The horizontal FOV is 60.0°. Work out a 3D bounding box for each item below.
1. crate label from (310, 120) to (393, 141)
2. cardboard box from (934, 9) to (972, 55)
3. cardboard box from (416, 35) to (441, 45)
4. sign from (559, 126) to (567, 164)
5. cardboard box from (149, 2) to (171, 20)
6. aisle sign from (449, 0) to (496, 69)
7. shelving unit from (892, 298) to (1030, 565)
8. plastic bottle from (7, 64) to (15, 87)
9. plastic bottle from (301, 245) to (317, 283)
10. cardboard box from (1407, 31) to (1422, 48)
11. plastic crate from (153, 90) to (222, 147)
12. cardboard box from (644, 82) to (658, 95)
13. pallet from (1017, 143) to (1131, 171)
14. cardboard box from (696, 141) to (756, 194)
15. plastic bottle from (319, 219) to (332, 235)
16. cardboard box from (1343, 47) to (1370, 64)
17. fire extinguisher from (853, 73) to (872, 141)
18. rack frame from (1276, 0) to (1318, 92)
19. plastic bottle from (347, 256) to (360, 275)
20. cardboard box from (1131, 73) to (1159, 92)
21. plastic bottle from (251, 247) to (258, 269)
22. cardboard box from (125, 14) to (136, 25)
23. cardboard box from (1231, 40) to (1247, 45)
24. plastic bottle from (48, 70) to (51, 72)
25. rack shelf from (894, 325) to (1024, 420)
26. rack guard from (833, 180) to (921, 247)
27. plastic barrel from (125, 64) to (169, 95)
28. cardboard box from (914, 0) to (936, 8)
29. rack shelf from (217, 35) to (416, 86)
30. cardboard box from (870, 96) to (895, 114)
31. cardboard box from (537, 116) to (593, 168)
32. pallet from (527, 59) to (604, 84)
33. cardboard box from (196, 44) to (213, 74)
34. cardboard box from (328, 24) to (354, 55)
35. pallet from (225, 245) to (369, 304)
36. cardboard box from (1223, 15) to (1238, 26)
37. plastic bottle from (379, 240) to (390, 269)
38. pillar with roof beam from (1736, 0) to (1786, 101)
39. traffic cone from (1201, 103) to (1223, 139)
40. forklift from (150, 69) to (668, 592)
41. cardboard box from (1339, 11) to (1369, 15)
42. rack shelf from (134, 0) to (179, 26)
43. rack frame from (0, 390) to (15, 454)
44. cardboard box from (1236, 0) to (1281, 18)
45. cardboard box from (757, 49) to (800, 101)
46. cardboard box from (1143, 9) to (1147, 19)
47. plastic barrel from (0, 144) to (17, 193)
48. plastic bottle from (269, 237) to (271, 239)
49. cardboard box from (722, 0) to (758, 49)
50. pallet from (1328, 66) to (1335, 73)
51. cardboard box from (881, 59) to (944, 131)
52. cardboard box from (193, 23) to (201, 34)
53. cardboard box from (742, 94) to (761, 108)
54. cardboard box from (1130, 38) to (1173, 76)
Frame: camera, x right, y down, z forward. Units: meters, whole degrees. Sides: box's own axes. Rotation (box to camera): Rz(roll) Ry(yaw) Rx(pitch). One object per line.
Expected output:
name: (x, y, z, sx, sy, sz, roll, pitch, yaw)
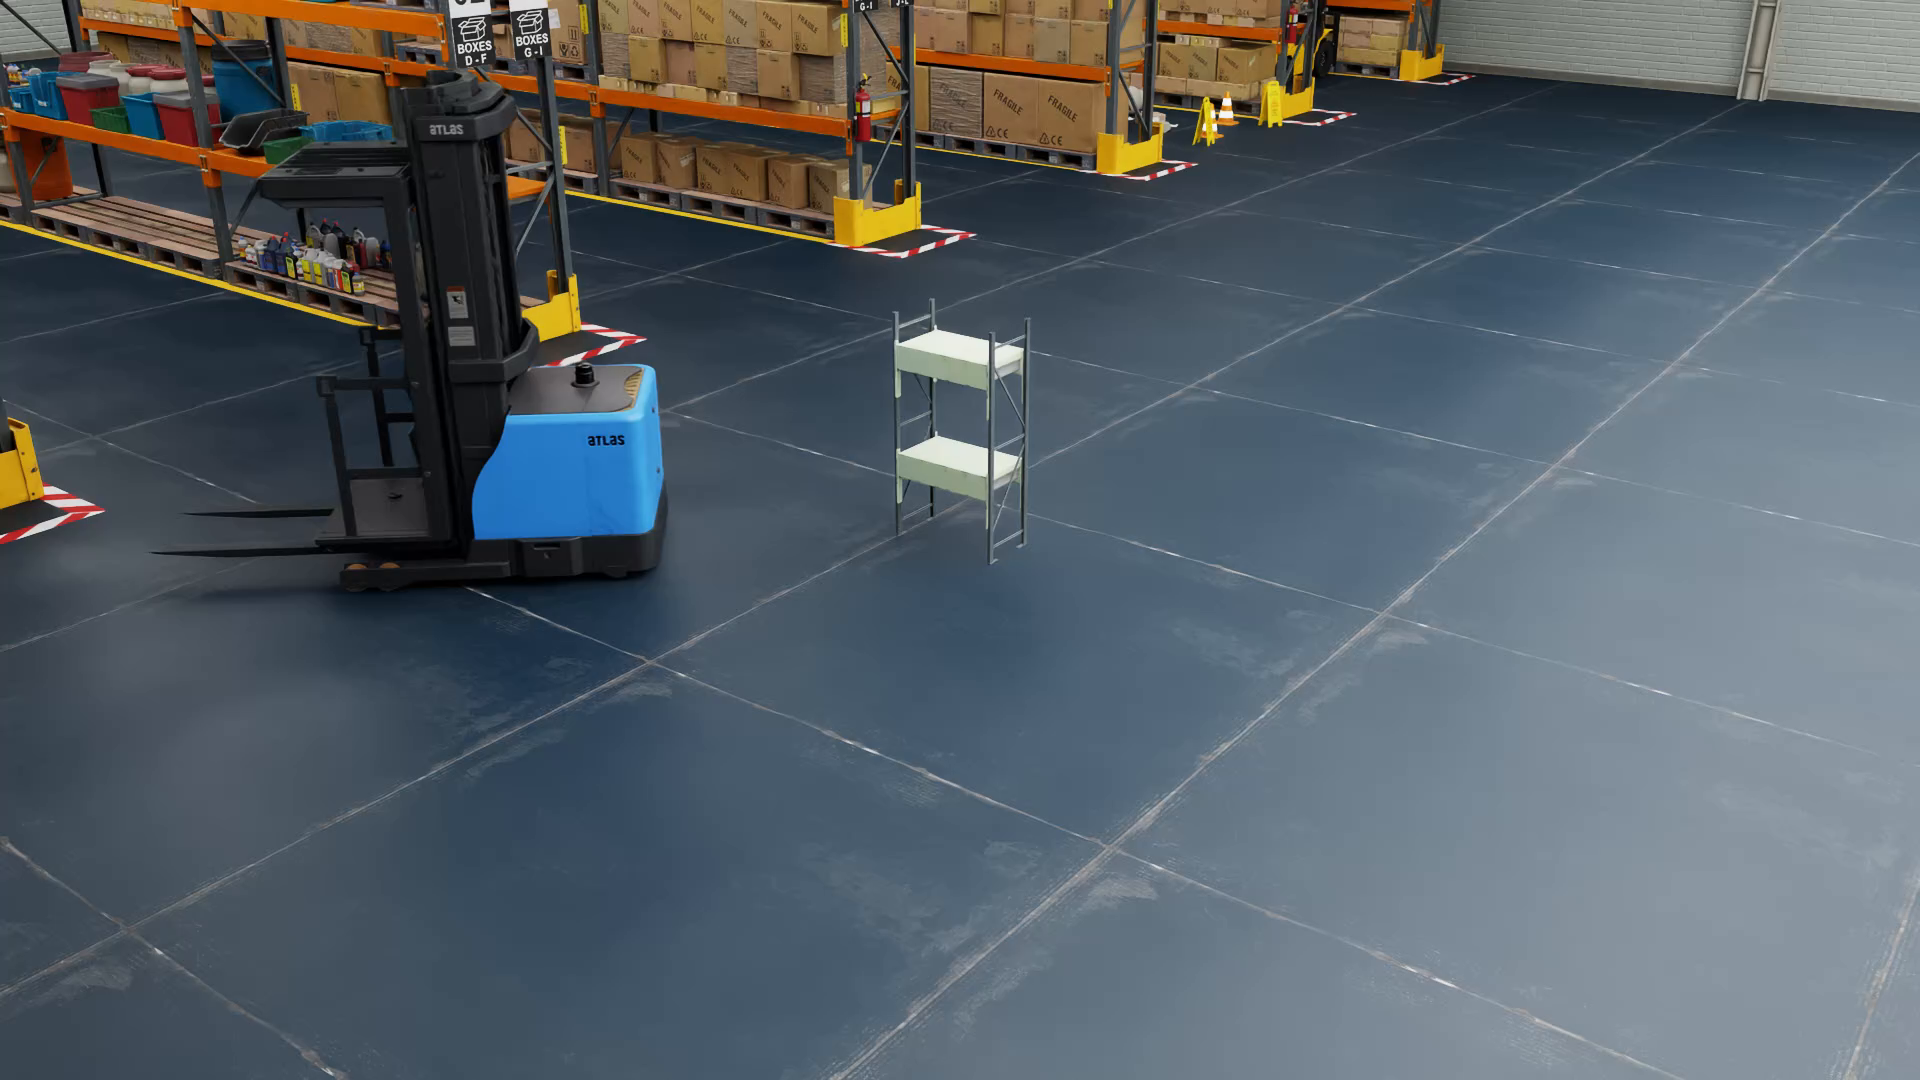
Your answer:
crate label: (-5.445, -3.511, 14.954, 0.616, 0.435, 0.502, 17, 29, 33)
cardboard box: (0.133, -6.967, 22.656, 0.550, 0.550, 0.875, 17, 29, 33)
cardboard box: (-6.785, -6.790, 21.795, 0.500, 0.500, 0.500, 13, 27, 27)
sign: (-3.477, -3.440, 14.494, 0.005, 0.325, 0.100, 17, 29, 33)
cardboard box: (-11.777, -7.974, 24.945, 0.500, 0.250, 0.500, 18, 29, 34)
aisle sign: (-3.931, -4.213, 13.368, 0.004, 0.787, 0.394, 17, 29, 33)
shelving unit: (0.005, -0.685, 10.444, 0.755, 1.500, 0.431, 17, 29, 33)
plastic bottle: (-11.180, -5.482, 19.631, 0.097, 0.271, 0.097, 0, 24, 0)
plastic bottle: (-6.123, -2.616, 15.706, 0.185, 0.351, 0.144, 17, 29, 33)
cardboard box: (7.826, -8.878, 29.449, 0.500, 0.250, 0.500, 17, 29, 34)
plastic crate: (-7.582, -4.152, 16.373, 0.583, 0.464, 0.402, 17, 29, 33)
cardboard box: (-3.434, -5.265, 19.290, 0.250, 0.149, 0.380, 17, 29, 33)
pallet: (1.529, -5.203, 22.296, 1.213, 0.211, 1.003, 17, 29, 33)
cardboard box: (-2.737, -4.380, 19.550, 0.500, 0.500, 0.500, 14, 27, 29)
plastic bottle: (-6.323, -3.030, 16.647, 0.185, 0.351, 0.144, 16, 28, 32)
cardboard box: (7.120, -8.603, 29.446, 0.500, 0.250, 0.500, 17, 29, 33)
fire extinguisher: (-1.024, -4.523, 17.391, 0.183, 0.674, 0.296, 17, 29, 33)
rack frame: (5.104, -7.932, 25.033, 0.127, 3.000, 1.000, 17, 29, 33)
plastic bottle: (-5.664, -2.502, 15.532, 0.133, 0.283, 0.061, 17, 29, 33)
cardboard box: (3.073, -7.351, 26.602, 0.500, 0.250, 0.500, 16, 29, 33)
plastic bottle: (-6.856, -2.757, 16.213, 0.097, 0.201, 0.097, 0, 24, 0)
cardboard box: (-12.526, -7.987, 25.468, 0.250, 0.149, 0.380, 16, 29, 33)
cardboard box: (4.184, -7.624, 26.293, 0.500, 0.500, 0.500, 16, 28, 31)
plastic bottle: (-10.440, -5.258, 19.124, 0.097, 0.271, 0.097, 0, 24, 0)
rack shelf: (0.005, -1.042, 10.287, 0.720, 0.370, 0.431, 17, 29, 33)
rack guard: (-0.900, -3.609, 18.322, 0.348, 0.500, 1.175, 17, 29, 33)
plastic barrel: (-8.578, -4.750, 17.643, 0.433, 0.535, 0.433, 0, 24, 0)
cardboard box: (-0.200, -7.645, 22.856, 0.550, 0.550, 0.875, 17, 29, 33)
rack shelf: (-8.841, -6.824, 23.409, 4.000, 0.370, 1.077, 17, 29, 33)
cardboard box: (-0.925, -4.766, 18.158, 0.250, 0.149, 0.380, 17, 29, 33)
cardboard box: (-4.889, -5.036, 21.015, 0.500, 0.500, 0.700, 17, 29, 33)
pallet: (-4.565, -5.846, 20.536, 1.213, 0.211, 1.003, 17, 29, 33)
cardboard box: (-10.922, -7.042, 25.127, 0.875, 0.875, 0.875, 17, 29, 33)
cardboard box: (-8.180, -6.877, 22.514, 0.500, 0.500, 0.500, 17, 29, 33)
pallet: (-6.498, -2.652, 16.508, 1.213, 0.211, 1.003, 17, 29, 33)
cardboard box: (4.215, -7.933, 25.346, 0.250, 0.149, 0.380, 16, 29, 32)
plastic bottle: (-5.590, -2.785, 16.188, 0.097, 0.271, 0.097, 0, 24, 0)
pillar with roof beam: (10.281, -9.899, 22.057, 0.400, 9.000, 9.100, 17, 29, 33)
traffic cone: (3.593, -6.019, 23.836, 0.334, 0.463, 0.336, 17, 29, 33)
forklift: (-3.406, -1.250, 9.951, 3.031, 2.935, 1.130, -2, 24, -4)
cardboard box: (7.011, -9.347, 29.894, 0.500, 0.250, 0.500, 17, 29, 33)
rack shelf: (-8.611, -5.631, 16.982, 4.000, 0.370, 1.077, 17, 29, 33)
rack frame: (-6.784, -1.540, 10.524, 0.127, 3.000, 1.000, 17, 29, 33)
cardboard box: (4.504, -8.156, 25.049, 0.500, 0.500, 0.500, 16, 29, 32)
cardboard box: (-1.735, -5.141, 18.204, 0.500, 0.500, 0.875, 17, 29, 33)
cardboard box: (2.981, -8.292, 26.162, 0.250, 0.149, 0.380, 17, 29, 34)
plastic barrel: (-11.119, -4.346, 19.457, 0.421, 0.512, 0.421, 0, 24, 0)
plastic bottle: (-6.680, -2.809, 16.228, 0.133, 0.283, 0.061, 17, 29, 33)
cardboard box: (-2.230, -5.668, 18.162, 0.500, 0.500, 0.500, 17, 29, 33)
pallet: (6.469, -8.725, 30.291, 1.213, 0.211, 1.003, 17, 29, 33)
cardboard box: (-0.523, -6.323, 23.495, 0.875, 0.875, 0.875, 17, 29, 34)
cardboard box: (-11.089, -7.552, 24.482, 0.250, 0.149, 0.380, 17, 29, 34)
cardboard box: (-2.201, -4.919, 18.506, 0.250, 0.149, 0.380, 17, 29, 33)
cardboard box: (3.063, -7.695, 26.454, 0.500, 0.500, 0.500, 19, 30, 36)
